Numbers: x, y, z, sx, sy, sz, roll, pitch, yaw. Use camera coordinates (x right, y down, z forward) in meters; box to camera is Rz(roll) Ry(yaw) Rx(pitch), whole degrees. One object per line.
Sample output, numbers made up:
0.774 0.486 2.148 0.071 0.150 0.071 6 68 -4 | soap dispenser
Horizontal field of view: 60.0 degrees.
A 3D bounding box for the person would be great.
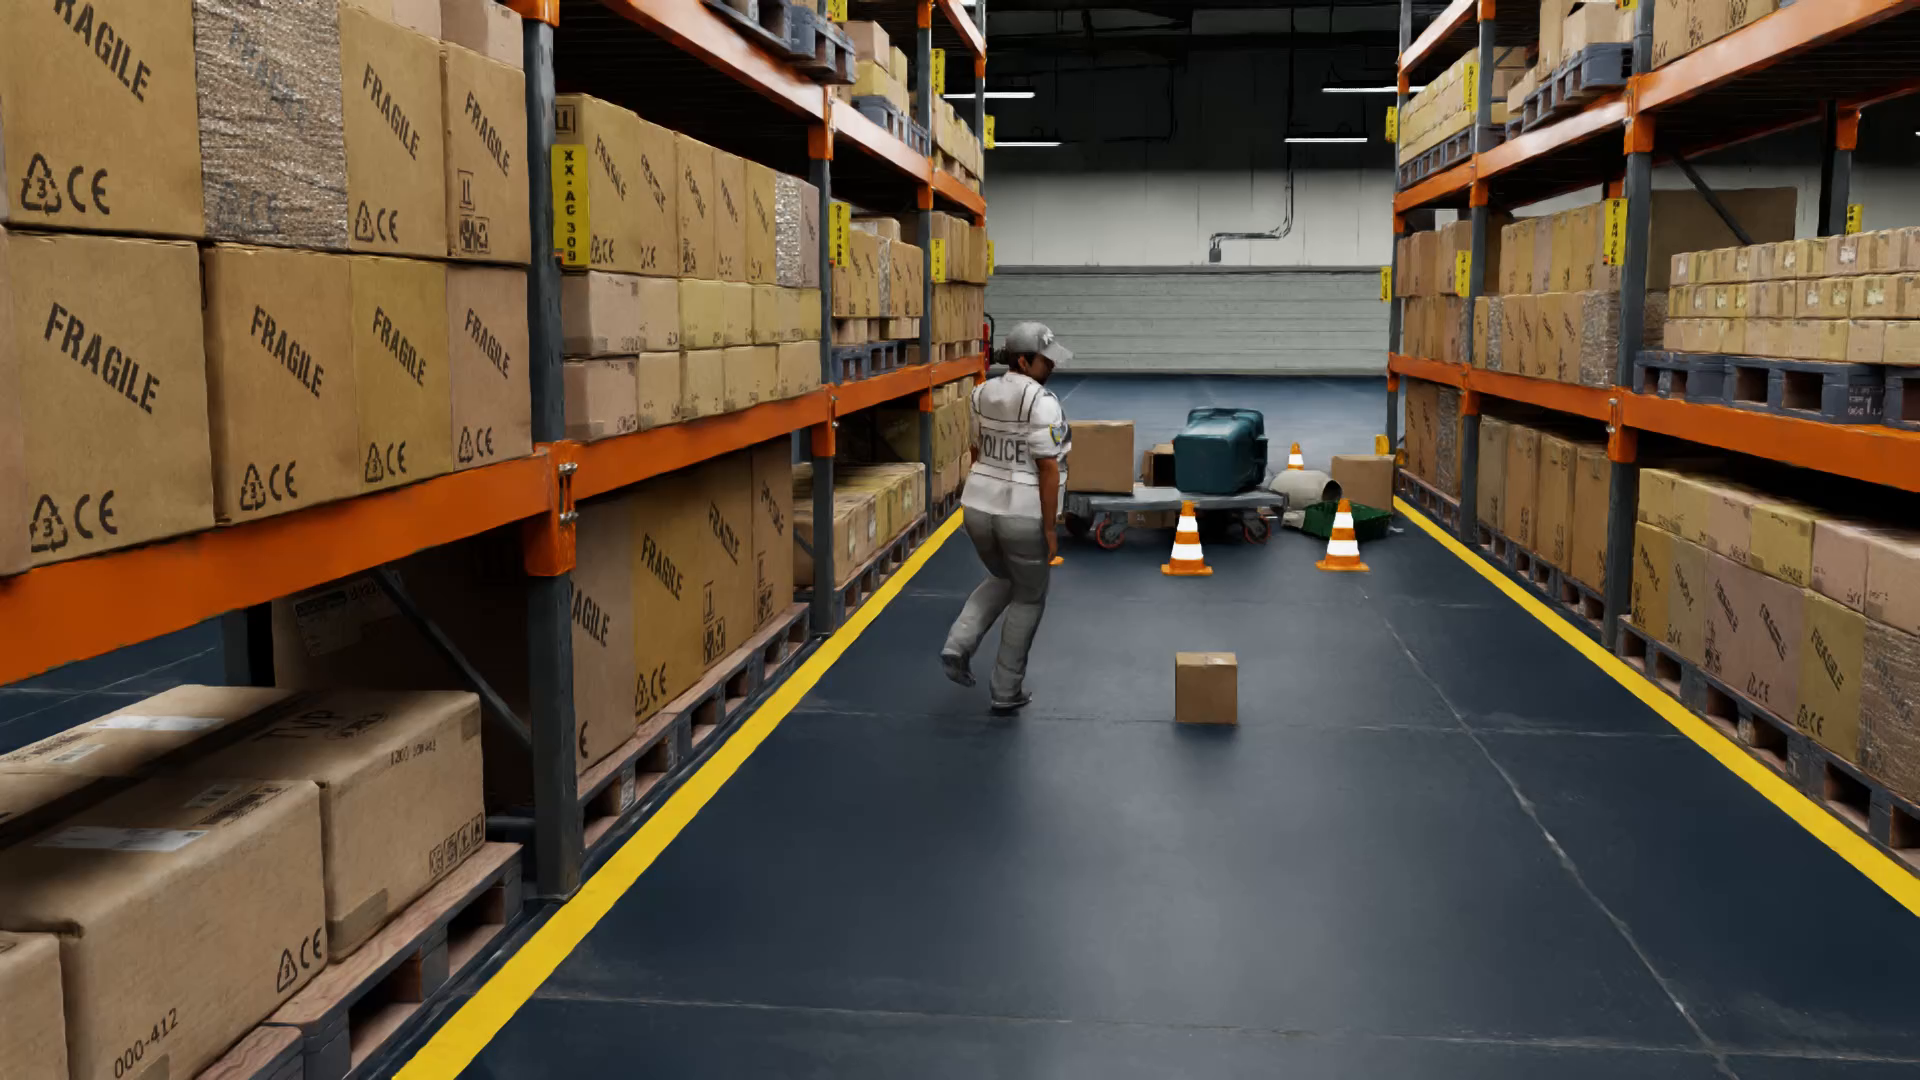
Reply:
0.229 -0.091 7.031 0.613 1.655 0.469 7 10 40 | person
